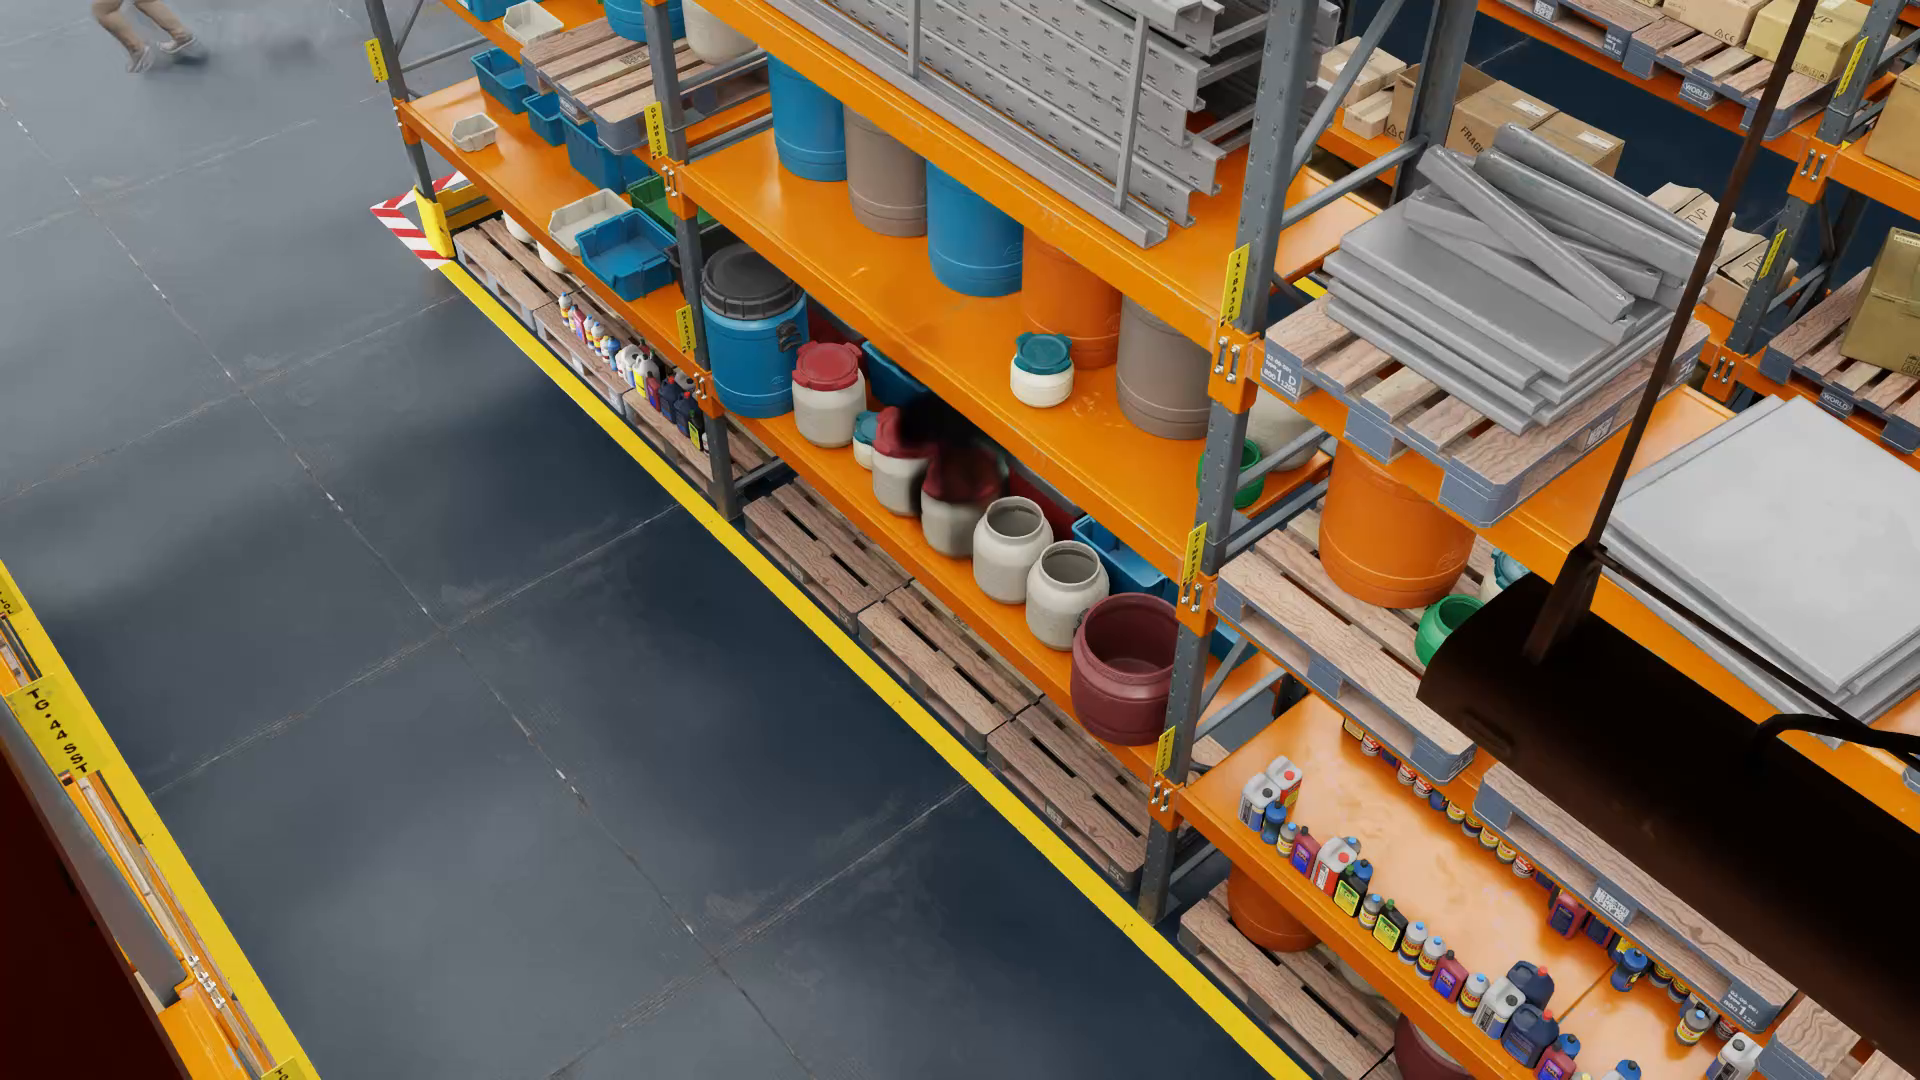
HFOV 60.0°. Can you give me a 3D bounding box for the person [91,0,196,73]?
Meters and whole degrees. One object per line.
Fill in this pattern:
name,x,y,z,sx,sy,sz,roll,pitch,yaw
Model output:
person,-7.349,-4.932,14.496,0.849,1.787,0.630,-11,48,-11
